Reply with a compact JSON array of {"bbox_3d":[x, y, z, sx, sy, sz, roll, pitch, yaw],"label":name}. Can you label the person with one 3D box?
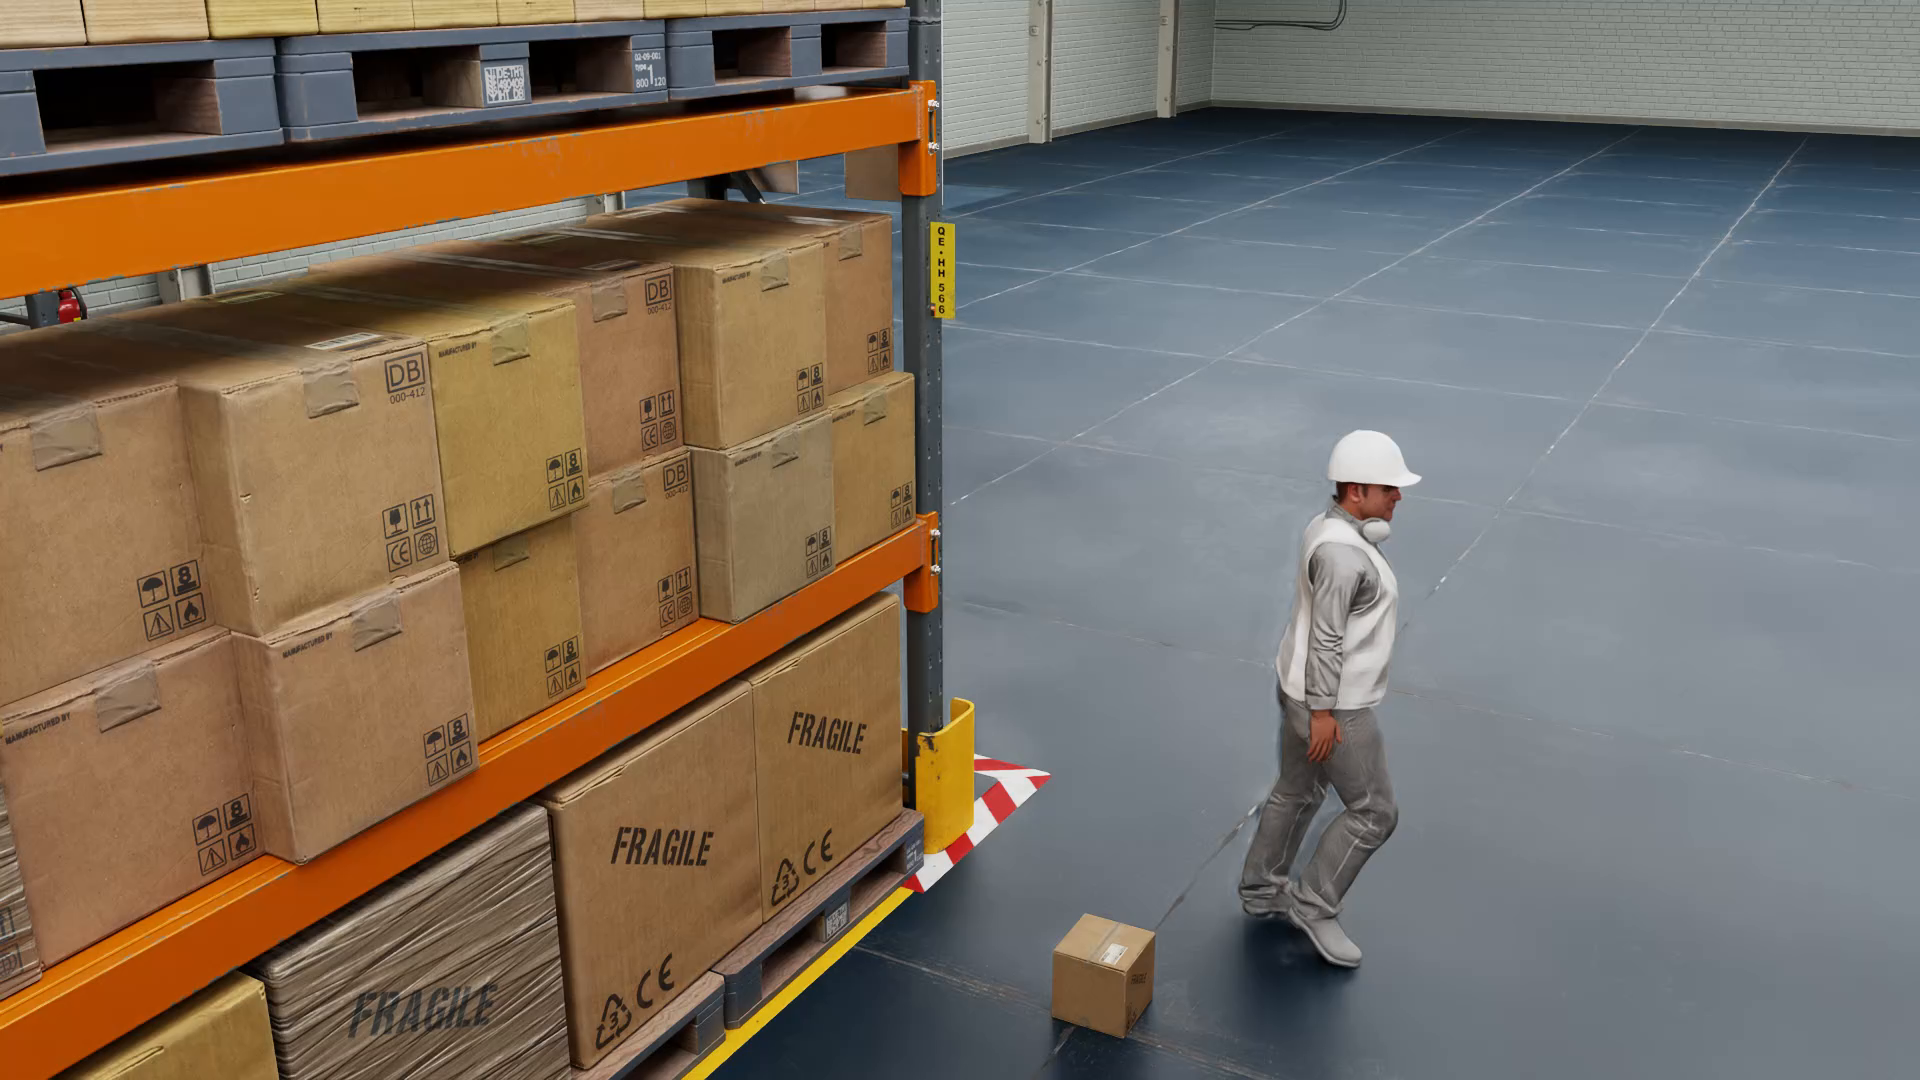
[{"bbox_3d":[1.220,0.502,5.554,0.490,1.783,0.563,1,19,4],"label":"person"}]
